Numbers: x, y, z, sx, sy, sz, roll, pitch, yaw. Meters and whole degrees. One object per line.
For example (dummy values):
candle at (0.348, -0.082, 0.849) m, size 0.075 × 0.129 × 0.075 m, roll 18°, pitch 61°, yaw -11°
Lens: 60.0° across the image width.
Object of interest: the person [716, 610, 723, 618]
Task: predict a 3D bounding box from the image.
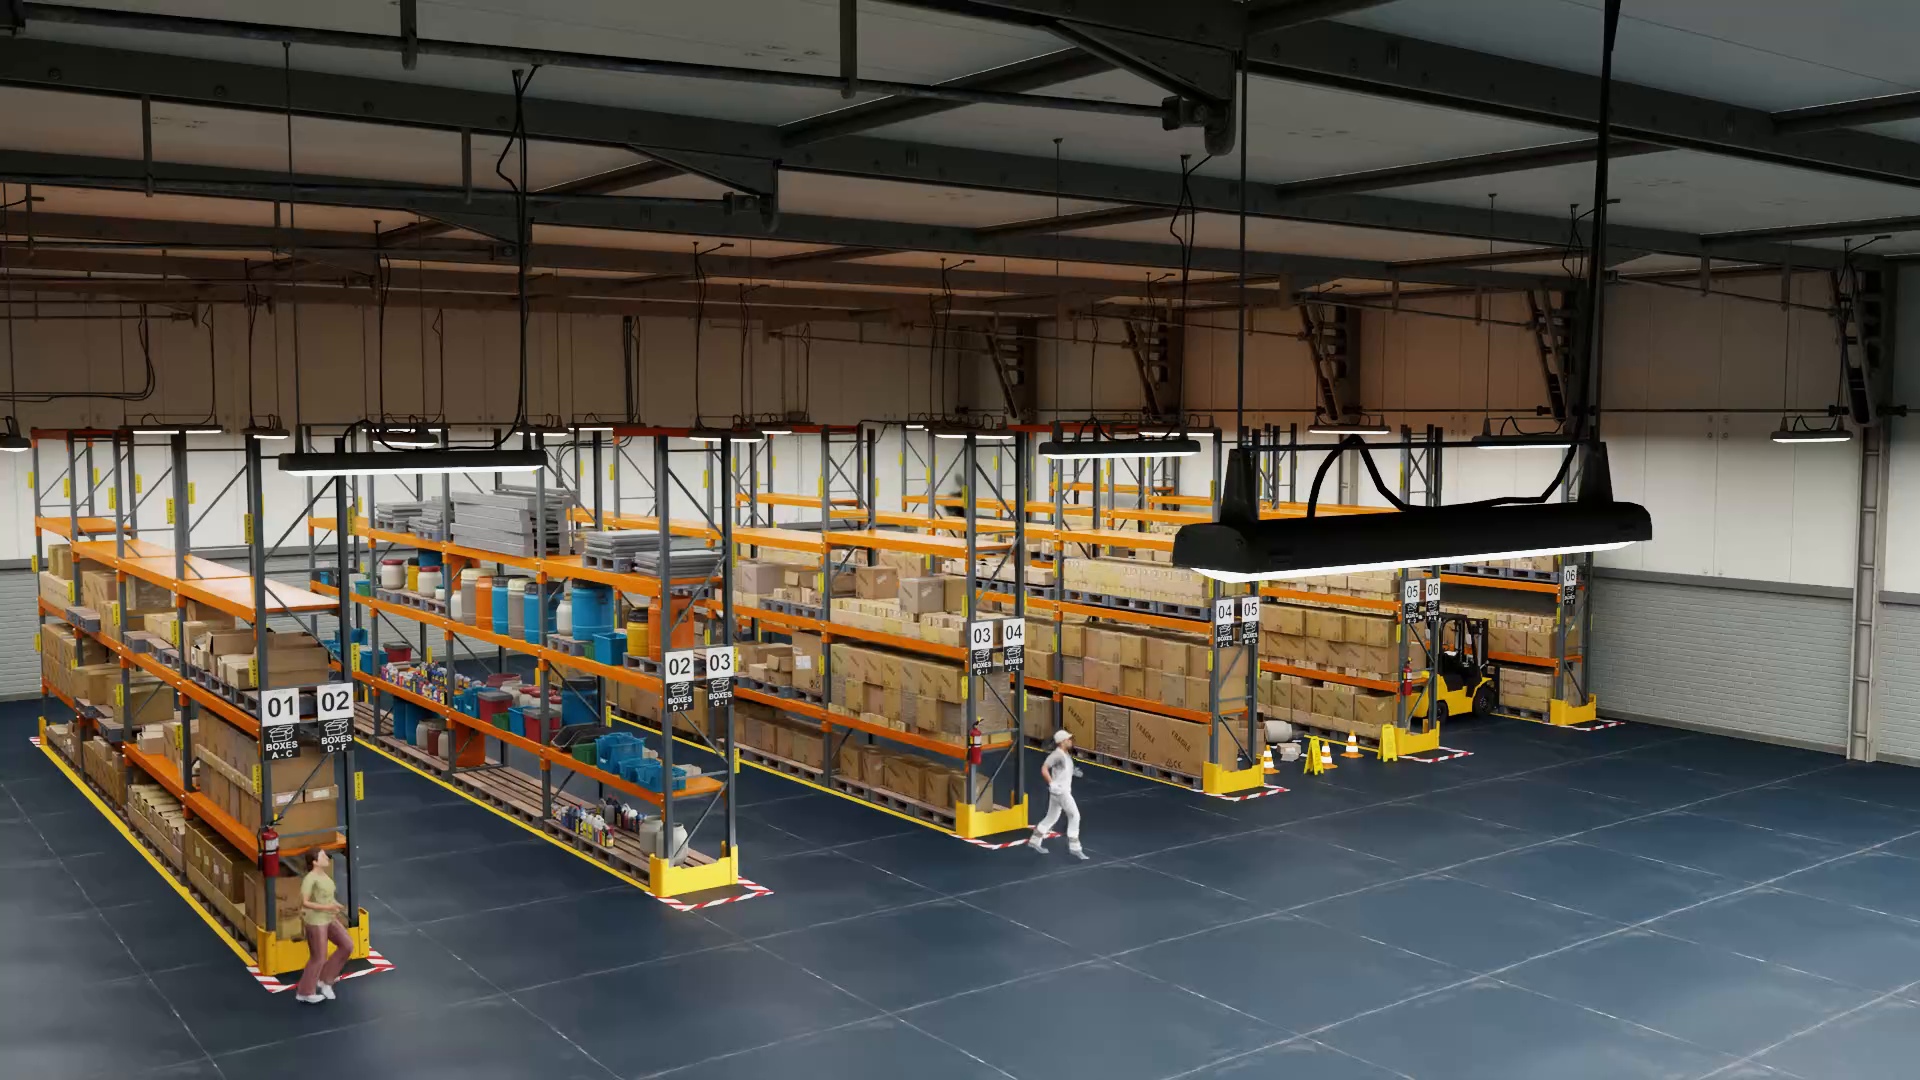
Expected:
person at (-6.074, 2.241, 41.436) m, size 0.627 × 1.680 × 0.763 m, roll -1°, pitch 5°, yaw -13°

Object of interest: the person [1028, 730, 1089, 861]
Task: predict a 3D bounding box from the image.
person at (1.387, 3.581, 23.489) m, size 0.860 × 1.818 × 0.663 m, roll 0°, pitch 4°, yaw 2°

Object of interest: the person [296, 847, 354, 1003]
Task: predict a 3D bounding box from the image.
person at (-6.810, 4.100, 17.801) m, size 0.561 × 1.652 × 0.593 m, roll 0°, pitch 4°, yaw 3°
